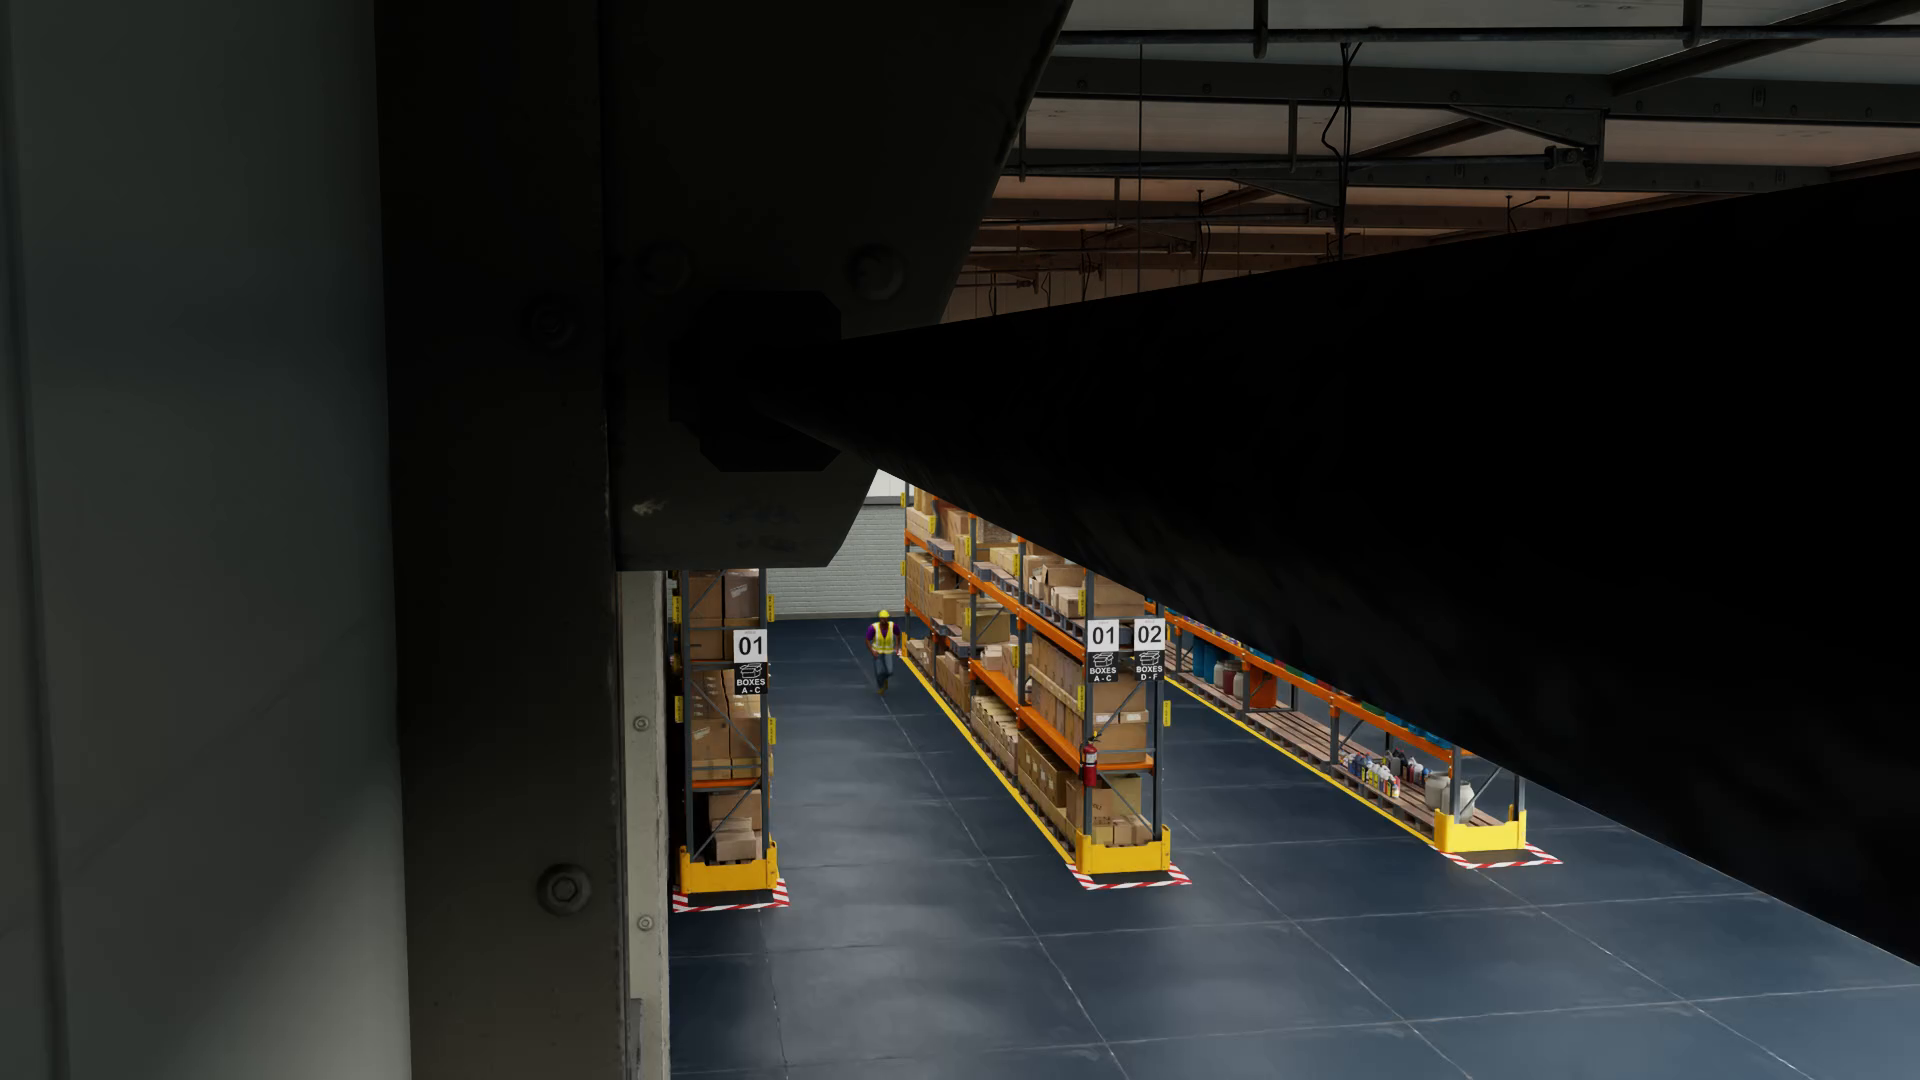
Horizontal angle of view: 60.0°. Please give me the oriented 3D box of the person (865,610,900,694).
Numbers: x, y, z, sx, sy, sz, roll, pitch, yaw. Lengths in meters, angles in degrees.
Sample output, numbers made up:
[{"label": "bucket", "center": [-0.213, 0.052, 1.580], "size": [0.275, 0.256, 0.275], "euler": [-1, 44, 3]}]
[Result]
[{"label": "person", "center": [-1.487, 2.168, 32.169], "size": [0.704, 1.673, 0.636], "euler": [-1, 6, -11]}]
